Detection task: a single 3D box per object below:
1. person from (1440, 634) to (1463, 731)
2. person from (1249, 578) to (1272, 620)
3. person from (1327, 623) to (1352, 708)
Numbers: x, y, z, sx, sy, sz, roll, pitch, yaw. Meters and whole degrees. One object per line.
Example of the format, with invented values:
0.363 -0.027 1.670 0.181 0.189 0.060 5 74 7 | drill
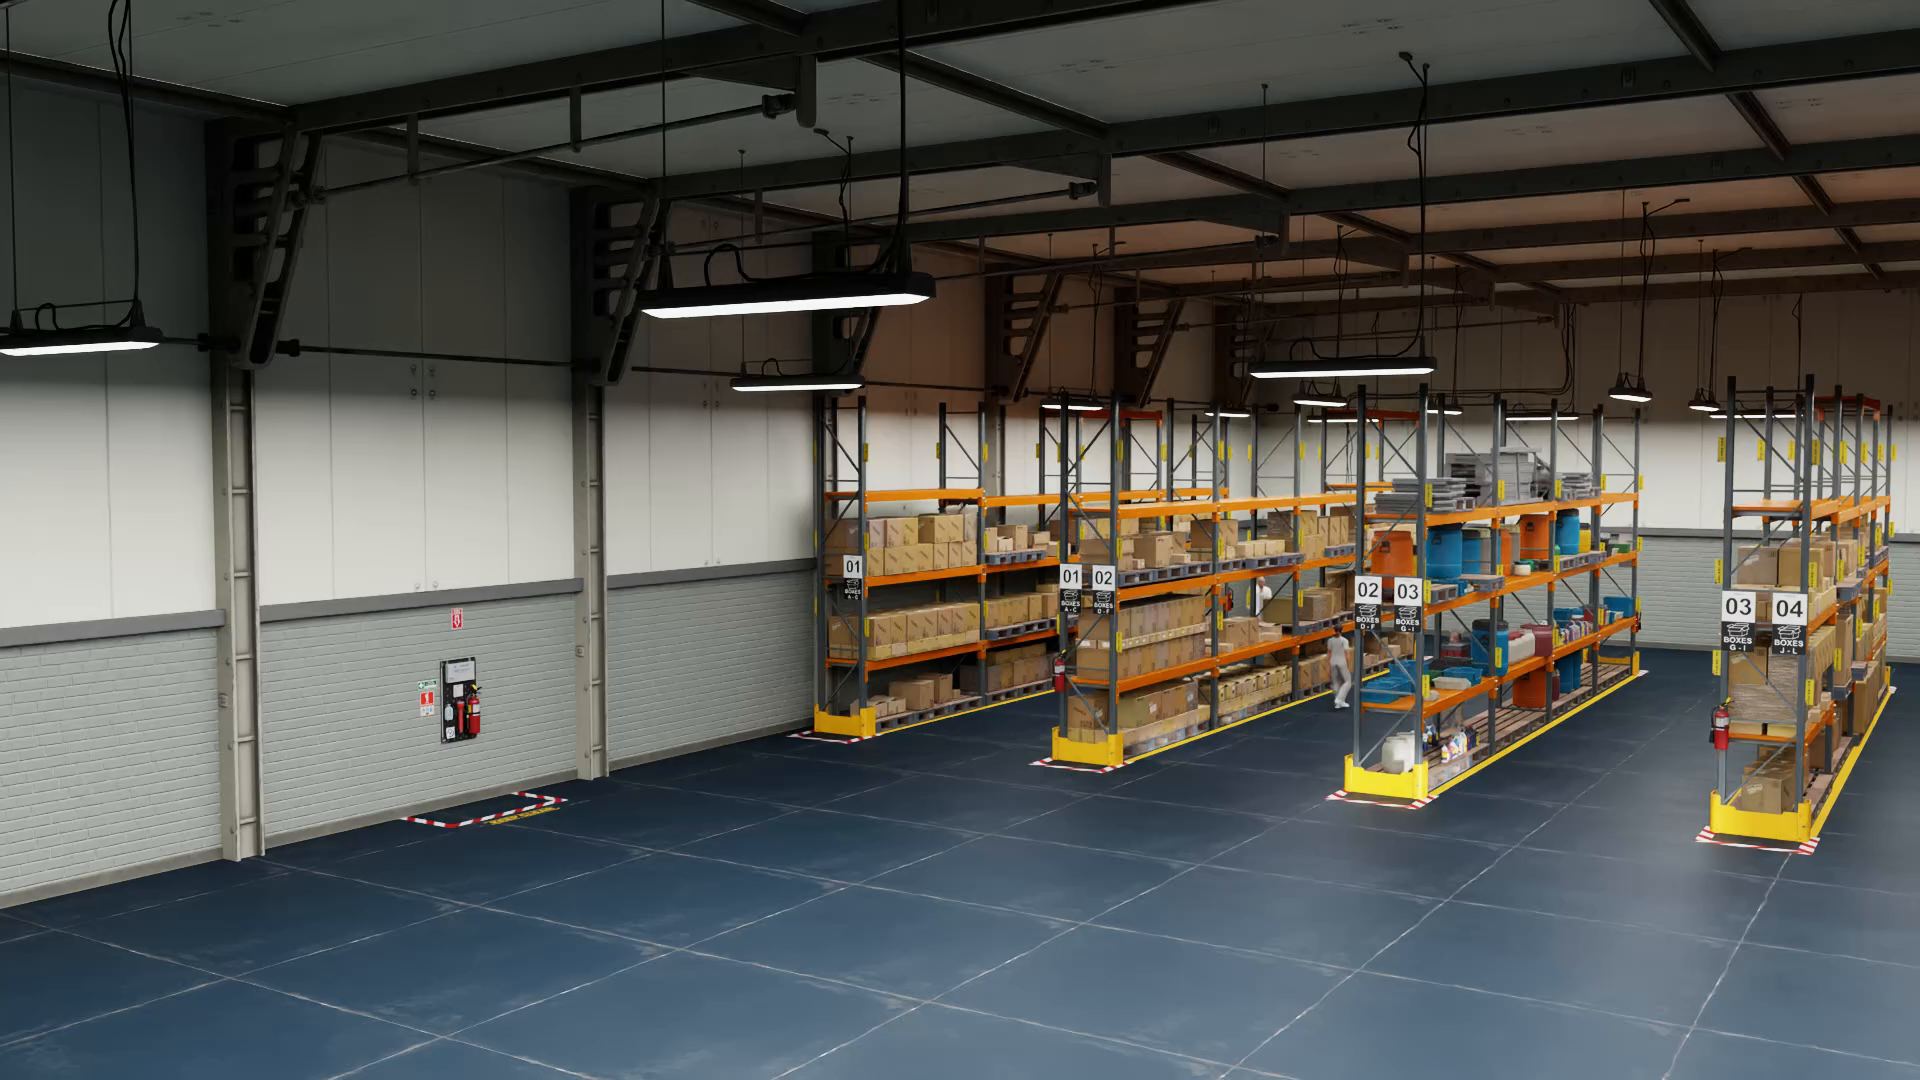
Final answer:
8.691 2.565 29.177 0.534 1.686 0.663 0 3 0 | person
7.891 1.833 43.485 0.564 1.709 1.198 0 3 -9 | person
7.410 2.466 32.534 0.496 1.671 0.507 2 3 30 | person
